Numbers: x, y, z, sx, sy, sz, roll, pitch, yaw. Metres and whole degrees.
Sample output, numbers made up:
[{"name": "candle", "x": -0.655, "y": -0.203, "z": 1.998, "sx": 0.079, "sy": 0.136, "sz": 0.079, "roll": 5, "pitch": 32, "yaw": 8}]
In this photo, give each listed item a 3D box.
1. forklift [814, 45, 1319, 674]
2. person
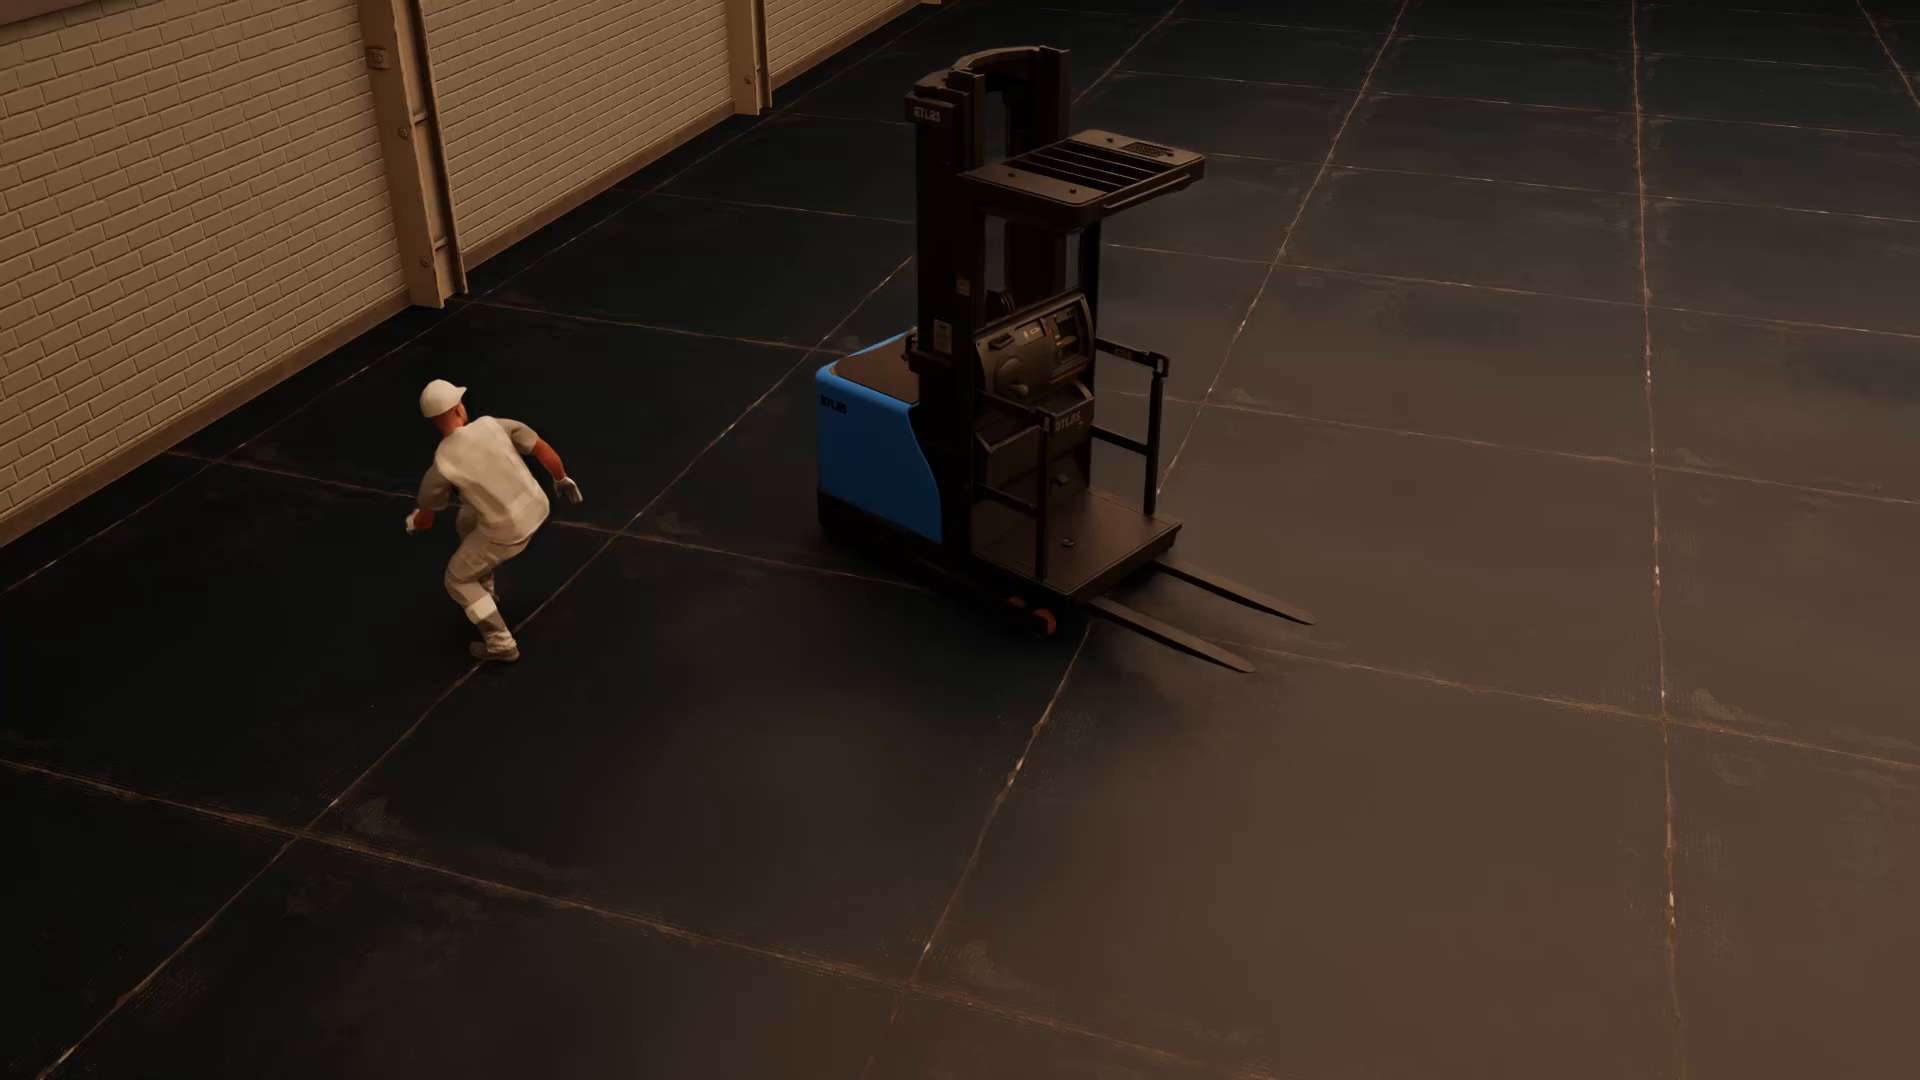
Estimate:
[{"name": "forklift", "x": 0.569, "y": -1.023, "z": 8.932, "sx": 3.031, "sy": 2.935, "sz": 1.130, "roll": 24, "pitch": 37, "yaw": 35}, {"name": "person", "x": -2.535, "y": -0.166, "z": 8.844, "sx": 0.771, "sy": 1.561, "sz": 0.781, "roll": 15, "pitch": 33, "yaw": 25}]
